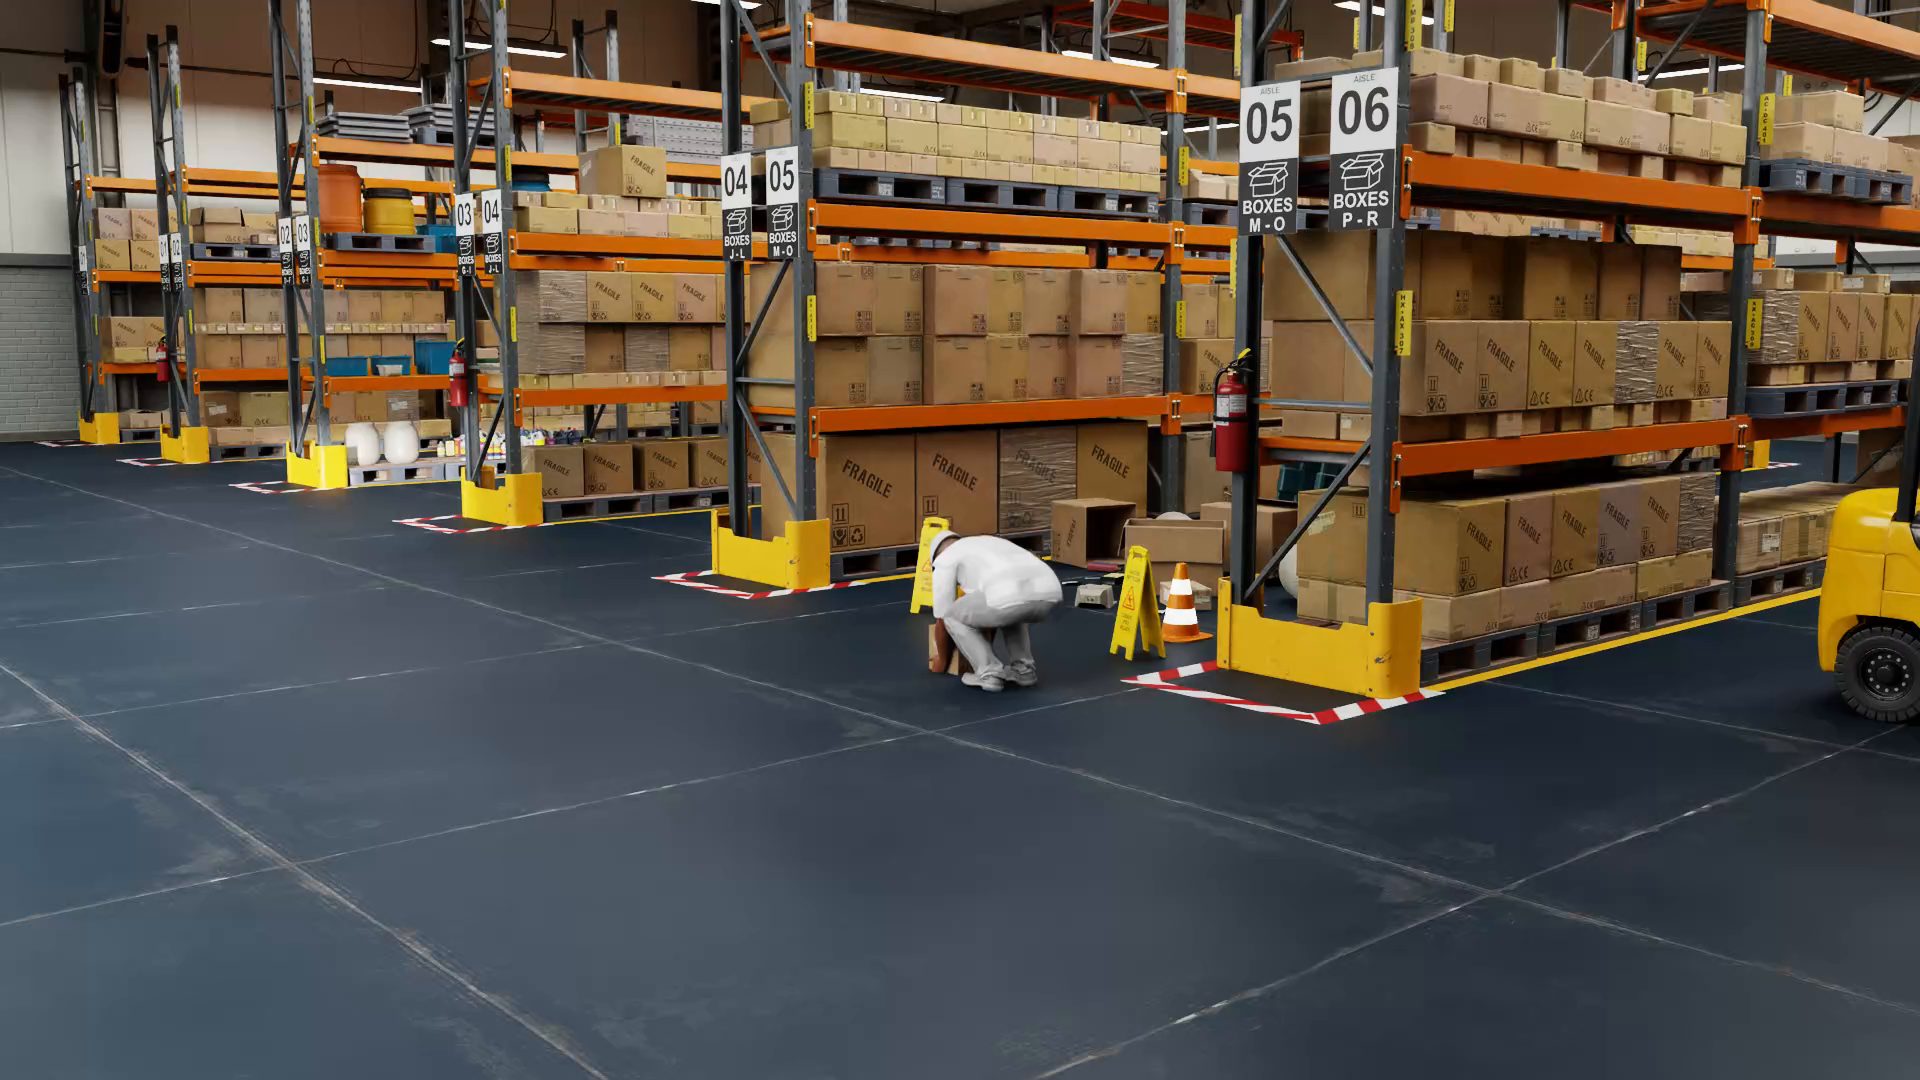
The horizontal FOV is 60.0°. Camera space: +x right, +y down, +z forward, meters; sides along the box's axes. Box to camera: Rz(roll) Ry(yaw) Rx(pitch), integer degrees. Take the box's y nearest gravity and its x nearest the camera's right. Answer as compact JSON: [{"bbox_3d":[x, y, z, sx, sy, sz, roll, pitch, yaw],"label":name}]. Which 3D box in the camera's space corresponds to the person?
[{"bbox_3d":[0.134,0.386,9.044,0.524,0.804,0.964,-4,9,-31],"label":"person"}]
